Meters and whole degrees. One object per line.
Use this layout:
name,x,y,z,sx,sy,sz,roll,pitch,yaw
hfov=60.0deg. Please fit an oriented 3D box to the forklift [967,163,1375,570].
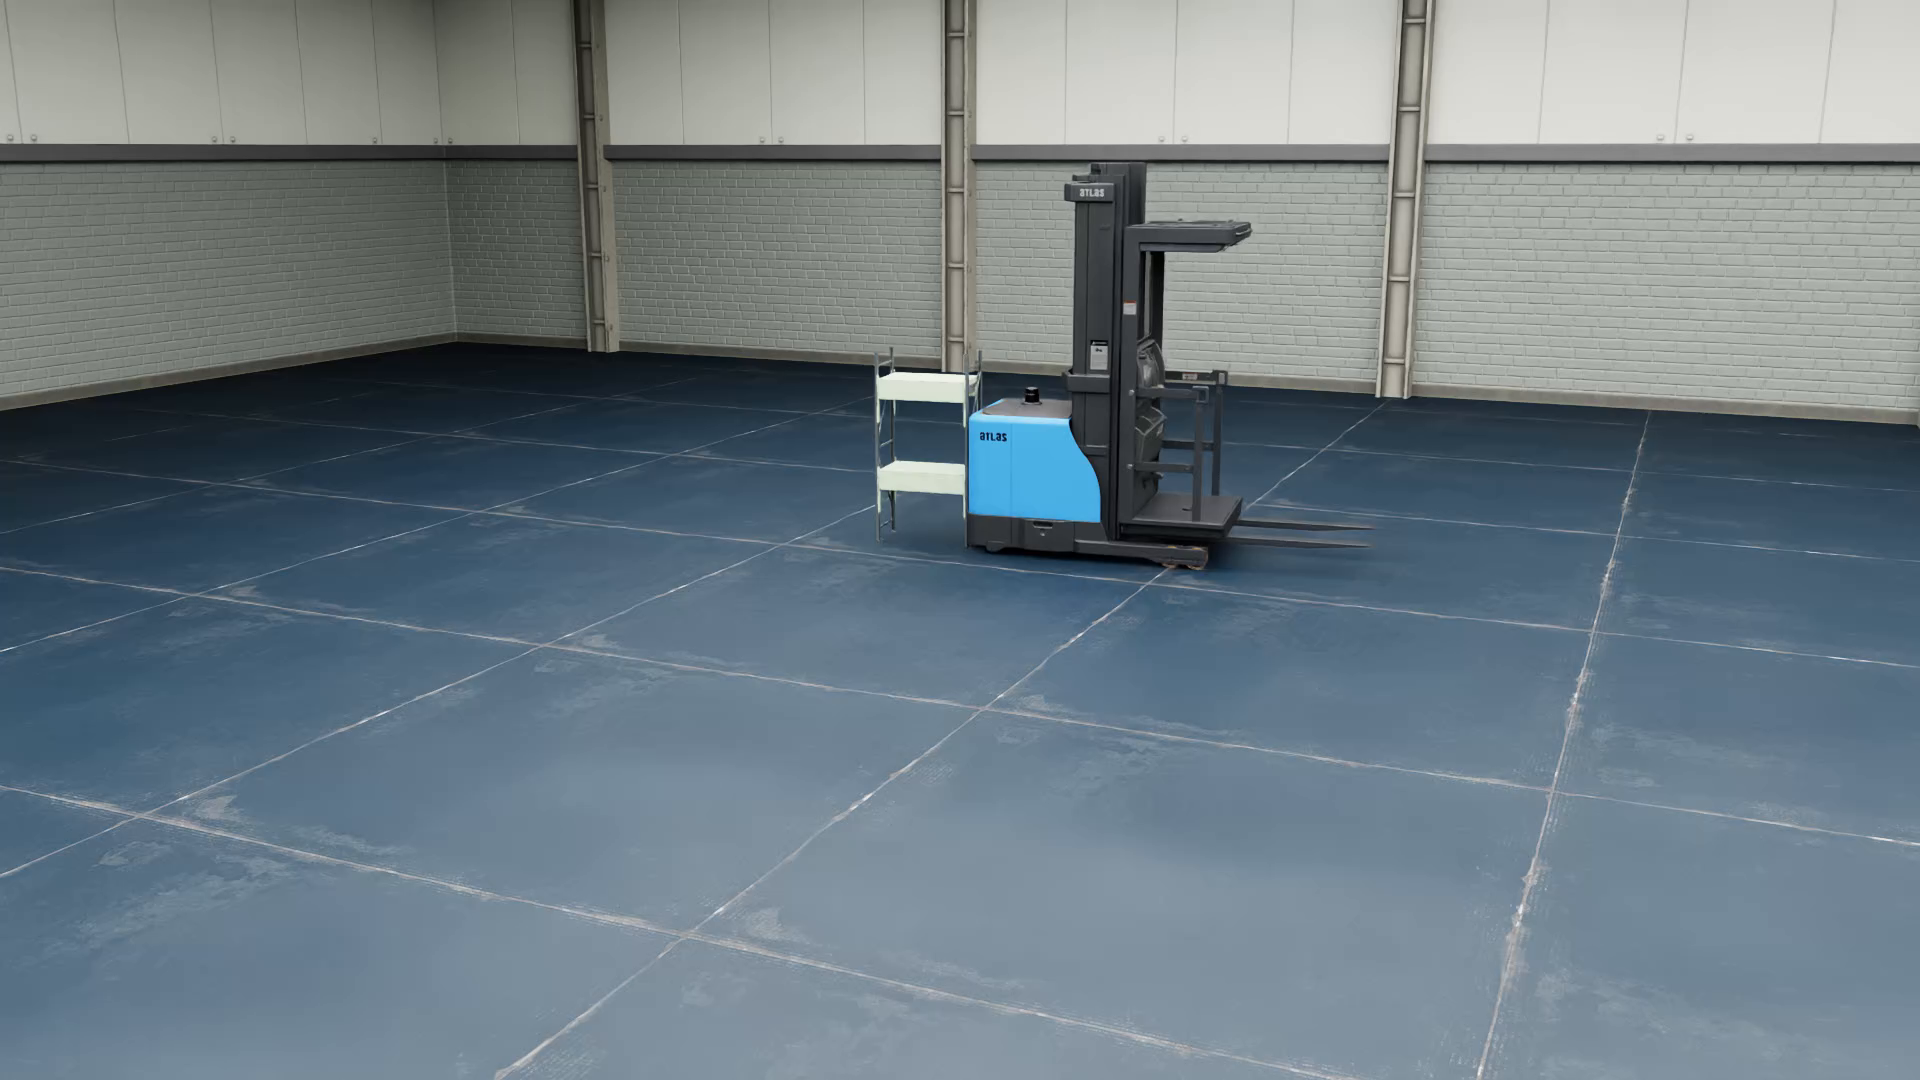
forklift,1.629,-1.339,12.547,3.031,2.935,1.130,4,14,16

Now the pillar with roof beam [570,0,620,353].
pillar with roof beam,-7.246,-6.405,20.853,0.400,9.000,9.100,6,14,23

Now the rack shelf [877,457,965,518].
rack shelf,-0.245,-0.419,13.183,0.720,0.370,0.431,4,14,16

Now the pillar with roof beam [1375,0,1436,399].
pillar with roof beam,3.725,-5.295,16.121,0.400,9.000,9.100,6,14,23

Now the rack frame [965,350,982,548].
rack frame,0.106,-0.712,13.006,0.023,1.500,0.400,4,14,16

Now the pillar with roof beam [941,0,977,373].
pillar with roof beam,-1.761,-5.850,18.487,0.400,9.000,9.100,6,14,23

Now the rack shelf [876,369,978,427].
rack shelf,-0.245,-1.116,13.020,0.720,0.370,0.431,4,14,16

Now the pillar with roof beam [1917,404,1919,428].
pillar with roof beam,9.211,-4.740,13.755,0.400,9.000,9.100,6,14,23

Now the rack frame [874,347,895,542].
rack frame,-0.595,-0.760,13.212,0.023,1.500,0.400,4,14,16

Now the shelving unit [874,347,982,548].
shelving unit,-0.245,-0.736,13.109,0.755,1.500,0.431,4,14,16
